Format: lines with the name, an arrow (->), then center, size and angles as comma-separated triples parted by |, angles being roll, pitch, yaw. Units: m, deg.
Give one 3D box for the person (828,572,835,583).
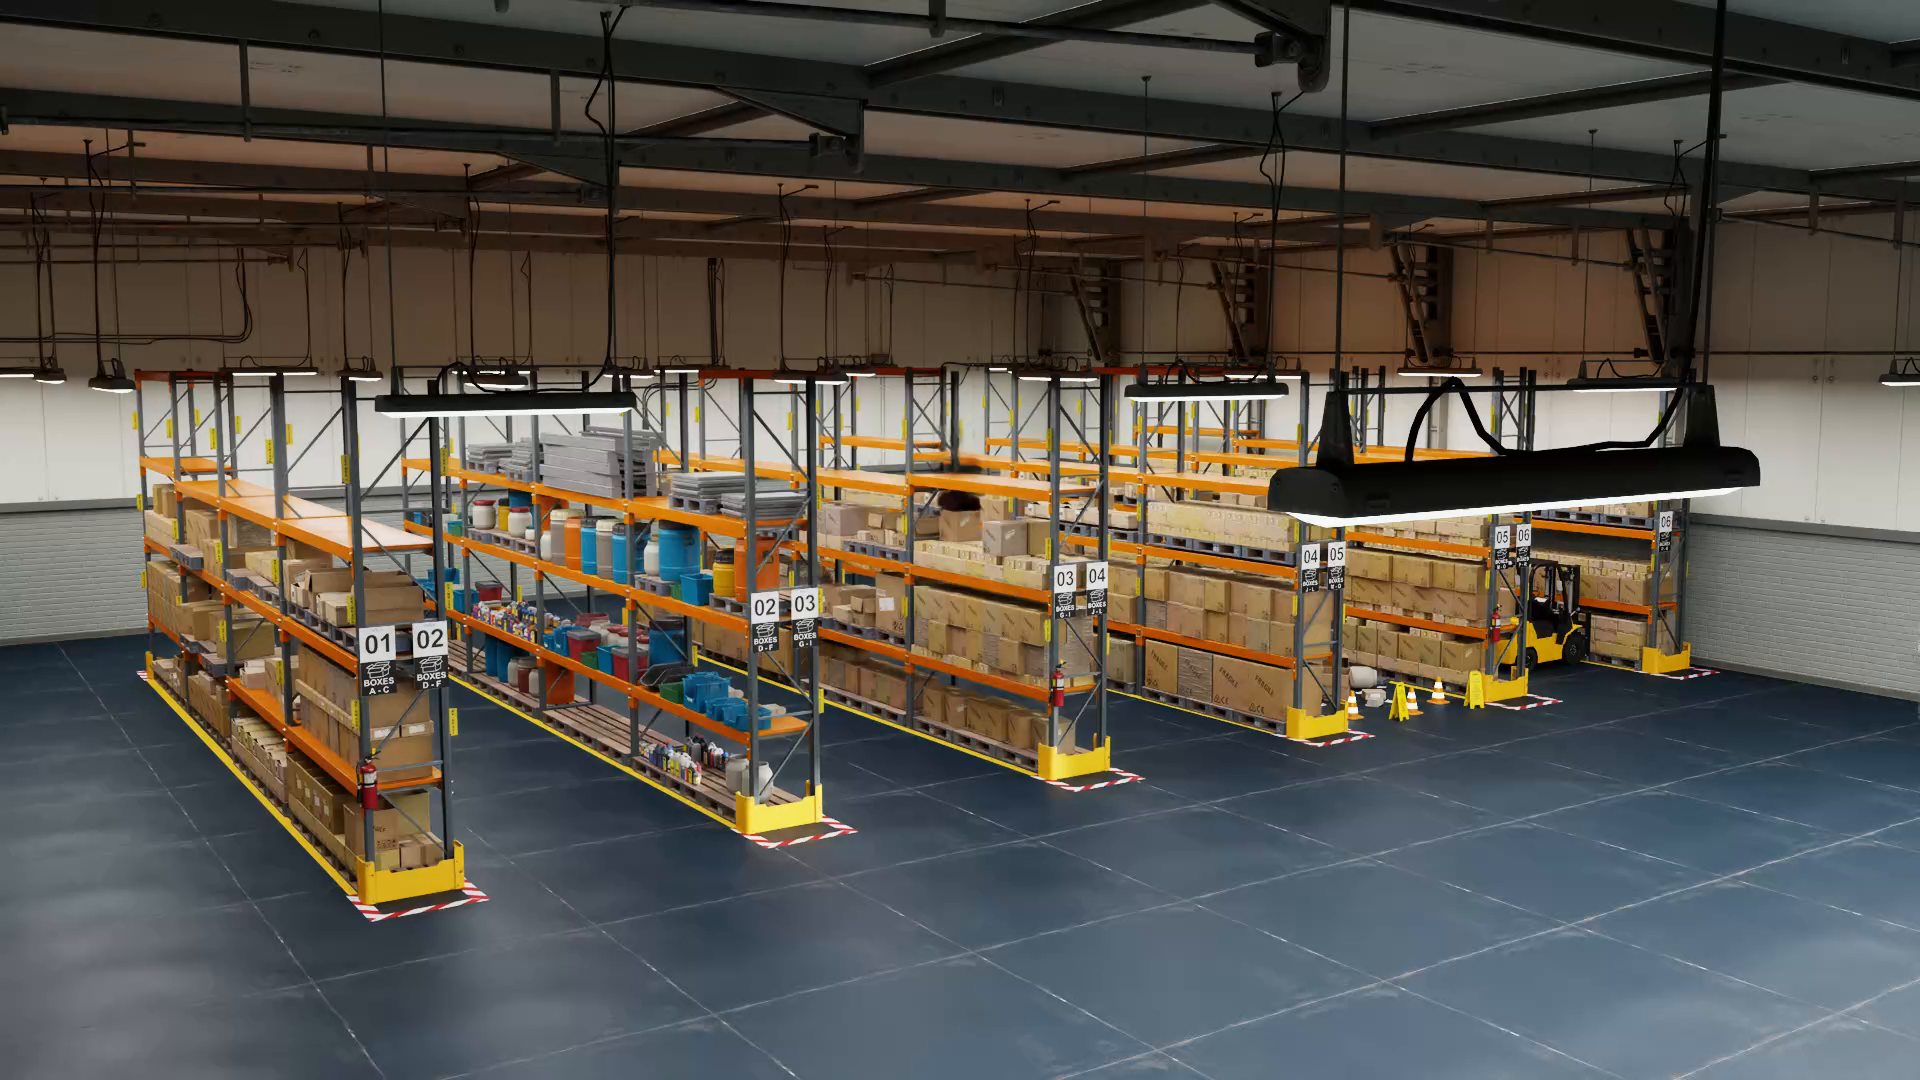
person -> -2.692, 1.547, 34.891 | 0.603, 1.786, 0.866 | -5, 8, -36
